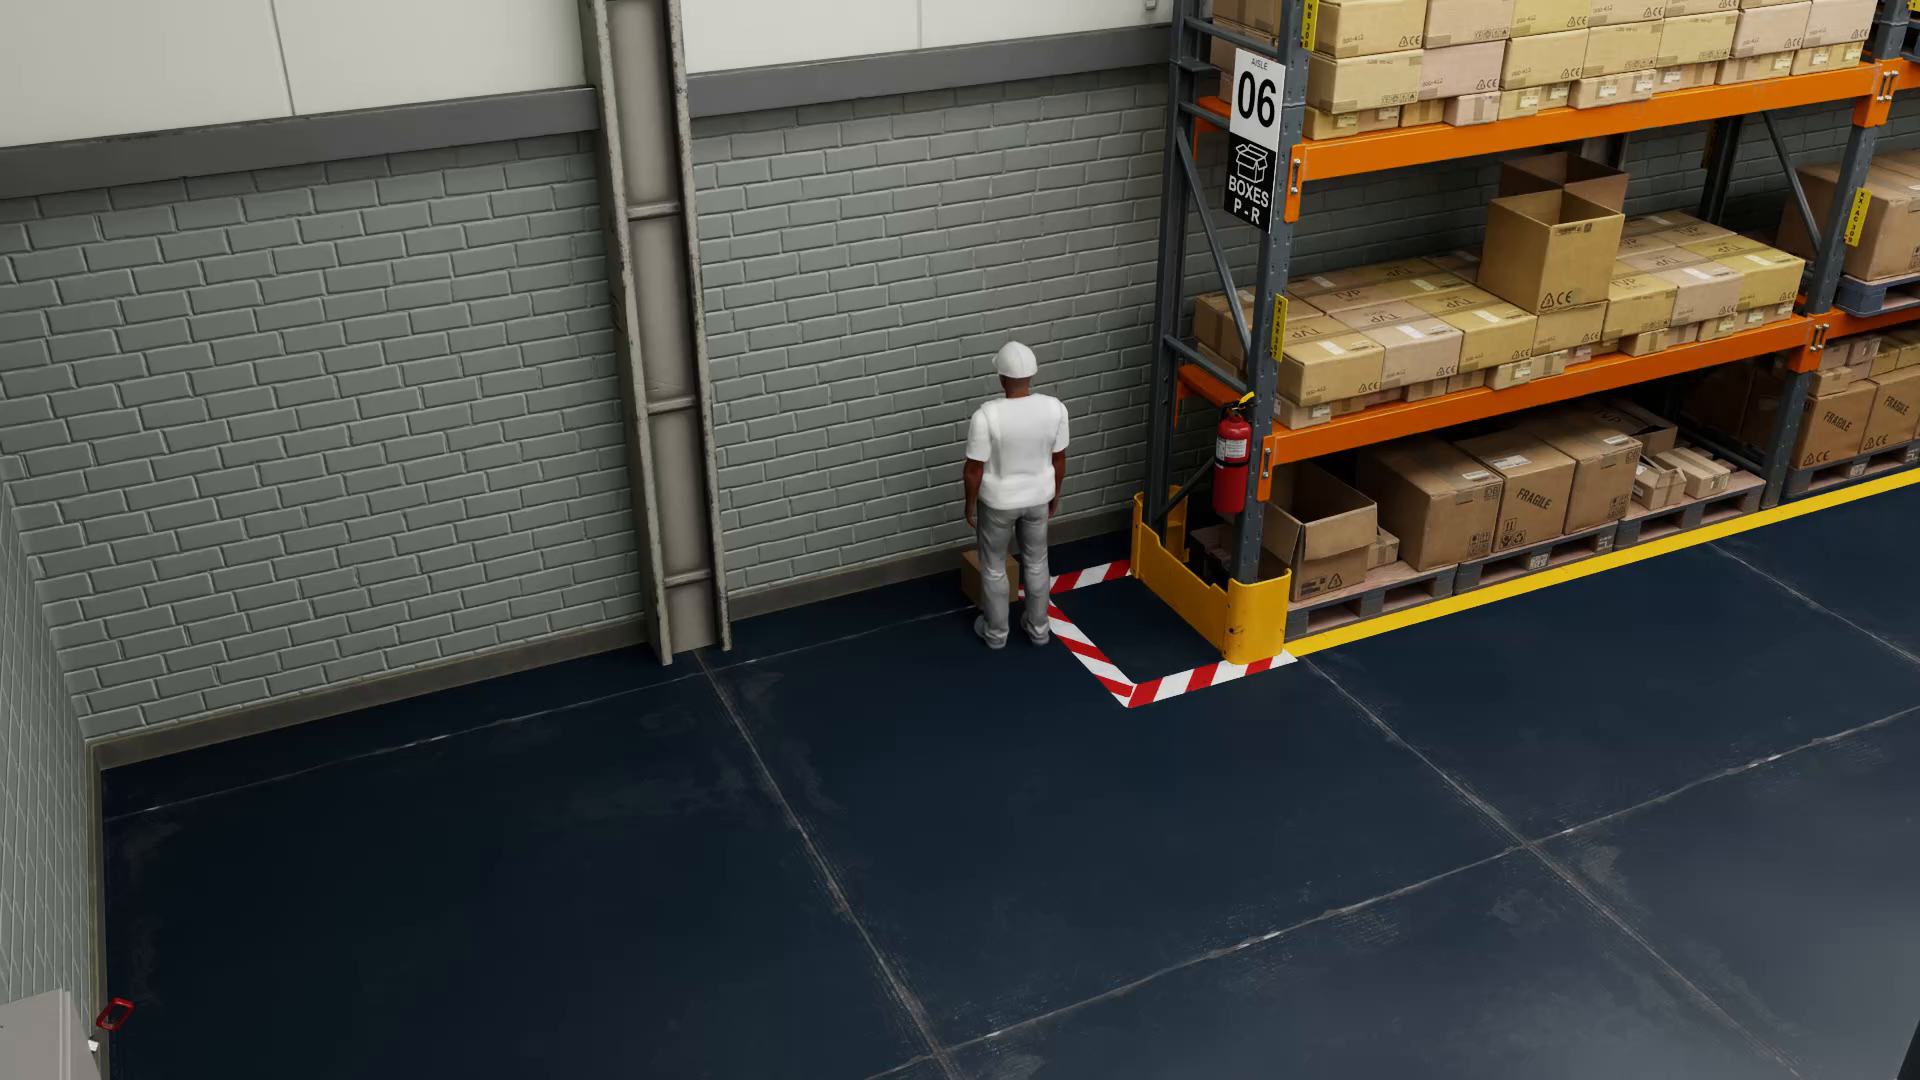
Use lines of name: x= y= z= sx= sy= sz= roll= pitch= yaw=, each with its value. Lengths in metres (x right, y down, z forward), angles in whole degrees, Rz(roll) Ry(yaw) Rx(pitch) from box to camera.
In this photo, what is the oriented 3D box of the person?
person: x=0.286 y=-0.236 z=8.827 sx=0.560 sy=1.664 sz=0.301 roll=-8 pitch=30 yaw=-14
